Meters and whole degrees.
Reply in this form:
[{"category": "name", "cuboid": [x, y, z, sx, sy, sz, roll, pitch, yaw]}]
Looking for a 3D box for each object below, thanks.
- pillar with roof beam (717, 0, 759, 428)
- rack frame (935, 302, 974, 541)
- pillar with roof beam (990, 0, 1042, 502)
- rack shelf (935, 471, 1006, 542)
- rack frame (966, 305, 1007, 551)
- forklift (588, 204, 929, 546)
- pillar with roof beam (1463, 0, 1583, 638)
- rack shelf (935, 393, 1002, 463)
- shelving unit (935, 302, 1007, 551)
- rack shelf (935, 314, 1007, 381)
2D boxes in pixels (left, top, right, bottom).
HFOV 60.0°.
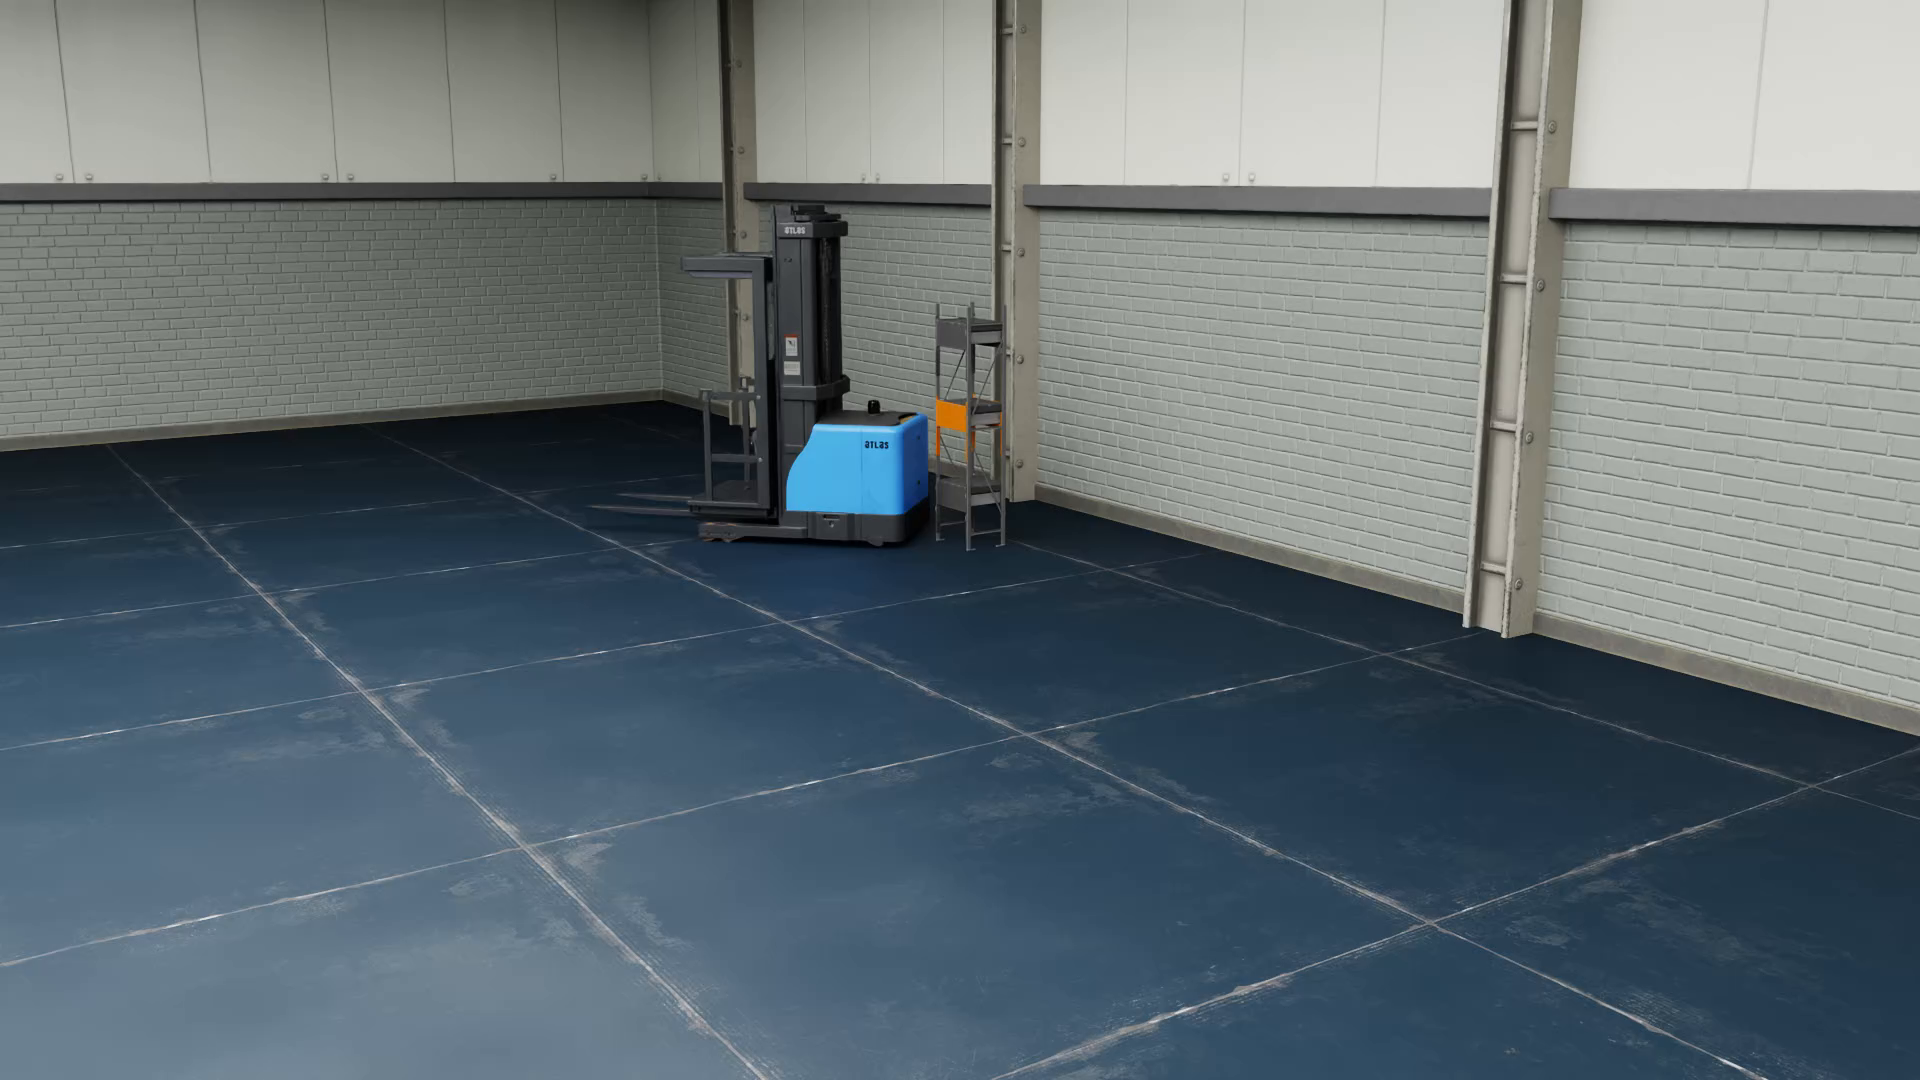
[{"category": "pillar with roof beam", "cuboid": [-6.367, -5.382, 18.409, 9.100, 9.000, 0.400, -8, 15, -33]}, {"category": "rack frame", "cuboid": [-0.043, -1.040, 14.701, 0.400, 2.100, 0.015, -8, 15, -33]}, {"category": "pillar with roof beam", "cuboid": [-3.042, -4.315, 13.529, 9.100, 9.000, 0.400, -8, 15, -33]}, {"category": "rack shelf", "cuboid": [0.092, -0.299, 14.655, 0.431, 0.518, 0.480, -8, 15, -33]}, {"category": "rack frame", "cuboid": [0.227, -0.953, 14.304, 0.400, 2.100, 0.015, -8, 15, -33]}, {"category": "forklift", "cuboid": [-1.854, -1.518, 14.942, 3.031, 2.935, 1.130, 3, 13, 12]}, {"category": "pillar with roof beam", "cuboid": [0.282, -3.248, 8.650, 9.100, 9.000, 0.400, -8, 15, -33]}, {"category": "rack shelf", "cuboid": [0.092, -0.983, 14.506, 0.431, 0.518, 0.480, -8, 15, -33]}, {"category": "shelving unit", "cuboid": [0.092, -0.996, 14.503, 0.431, 2.100, 0.503, -8, 15, -33]}, {"category": "rack shelf", "cuboid": [0.092, -1.667, 14.356, 0.431, 0.518, 0.480, -8, 15, -33]}]
